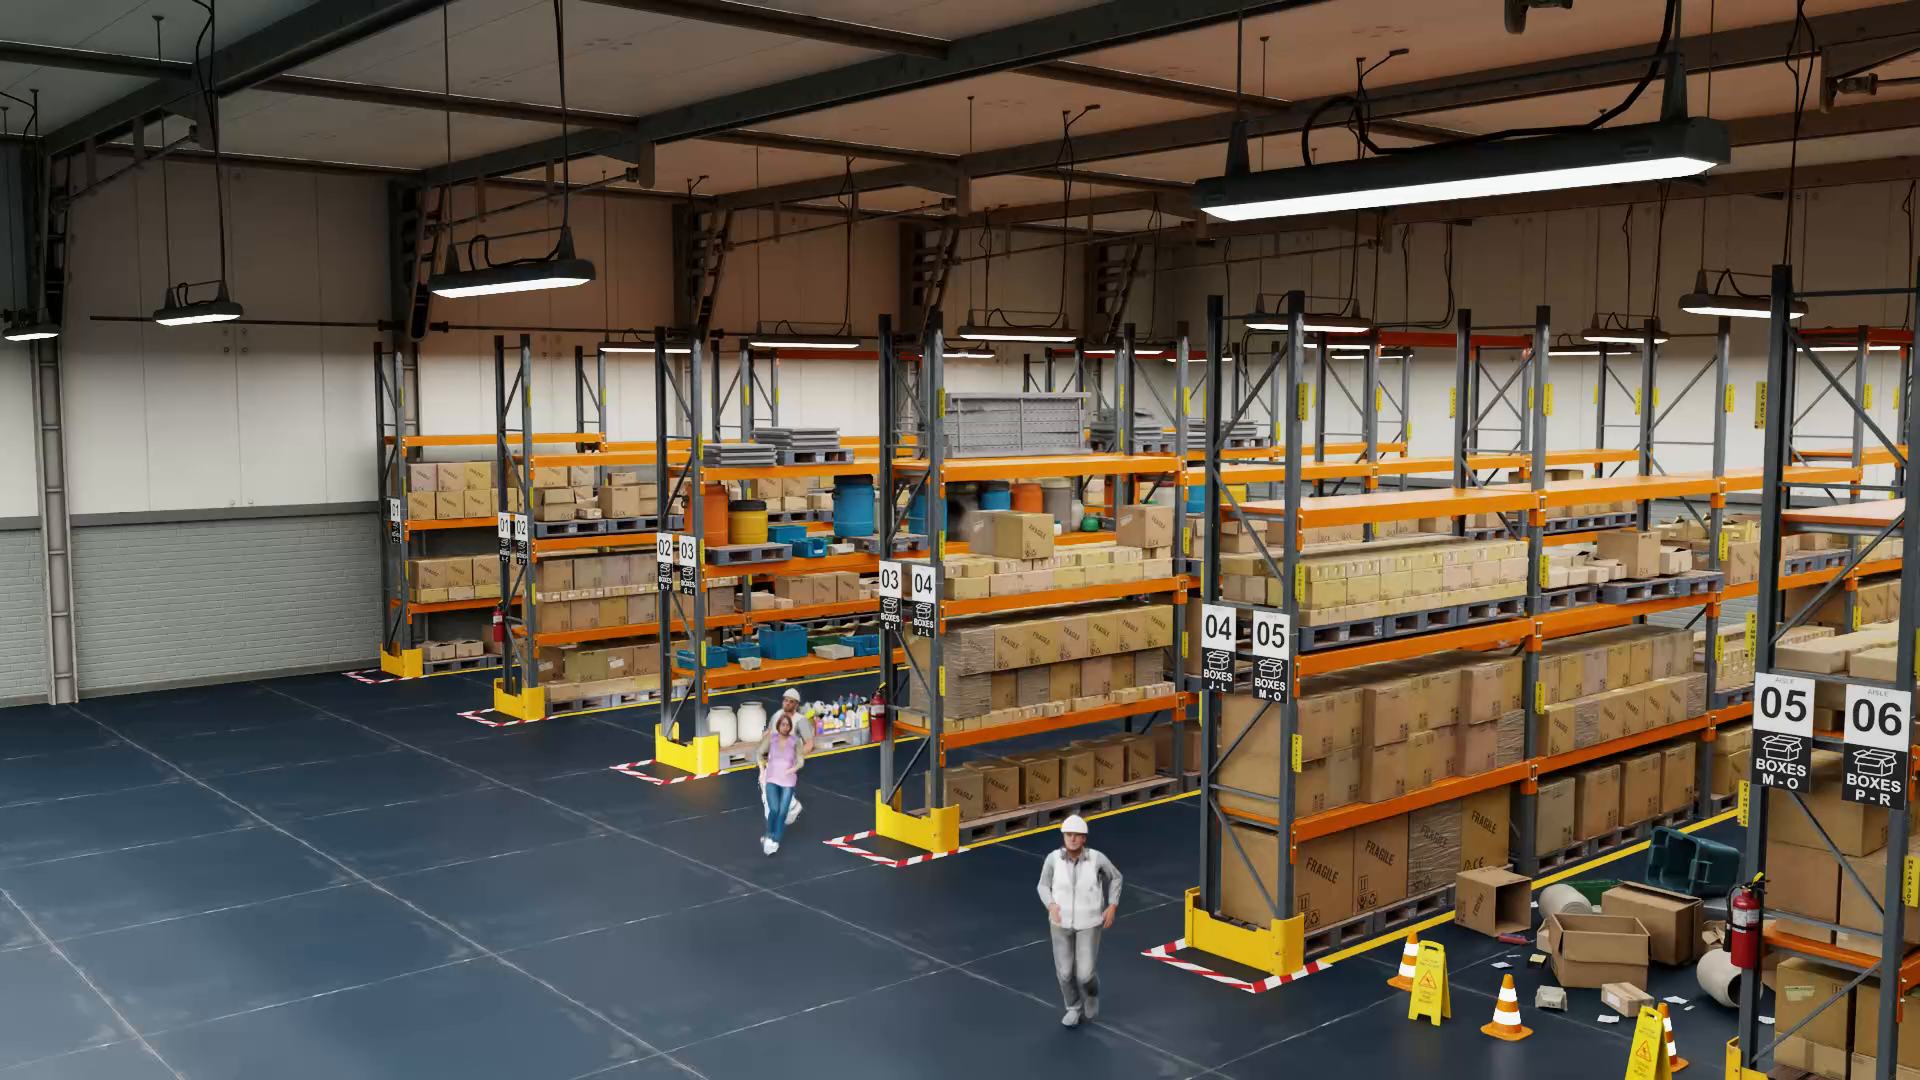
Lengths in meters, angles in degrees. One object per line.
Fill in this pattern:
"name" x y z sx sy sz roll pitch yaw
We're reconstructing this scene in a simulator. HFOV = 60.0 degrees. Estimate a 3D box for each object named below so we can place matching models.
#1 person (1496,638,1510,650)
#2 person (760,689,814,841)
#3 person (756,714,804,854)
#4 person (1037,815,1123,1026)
"person" 7.715 2.182 23.704 0.585 1.683 0.660 -5 7 -44
"person" -1.989 2.564 19.101 0.710 1.742 0.632 3 6 29
"person" -1.984 2.705 18.388 0.528 1.560 0.563 -1 5 -8
"person" 0.946 3.079 13.372 0.679 1.733 0.584 1 5 11
